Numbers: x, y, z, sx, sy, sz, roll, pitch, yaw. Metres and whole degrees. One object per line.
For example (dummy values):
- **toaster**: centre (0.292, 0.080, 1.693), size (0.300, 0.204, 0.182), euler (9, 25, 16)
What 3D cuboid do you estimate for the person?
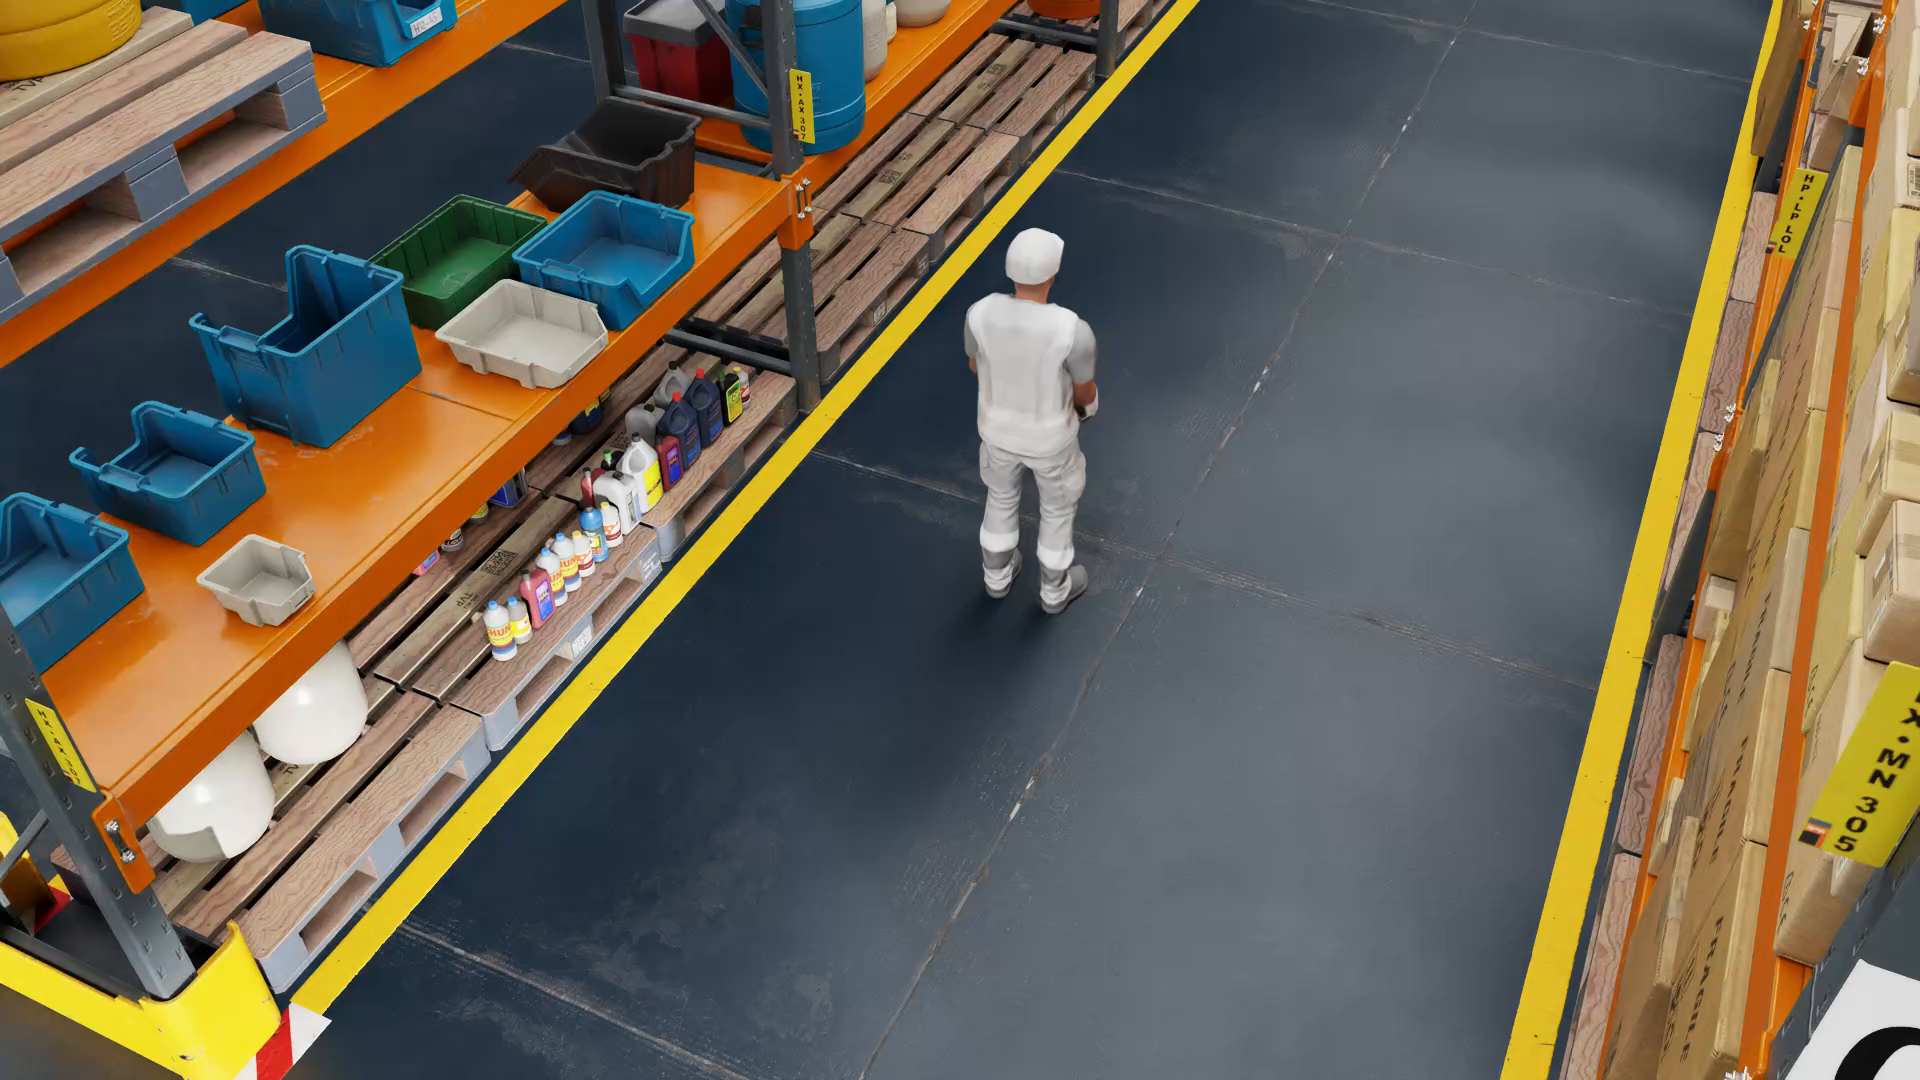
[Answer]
- **person**: centre (0.297, -0.481, 6.680), size (0.530, 1.793, 0.486), euler (17, 44, 18)
